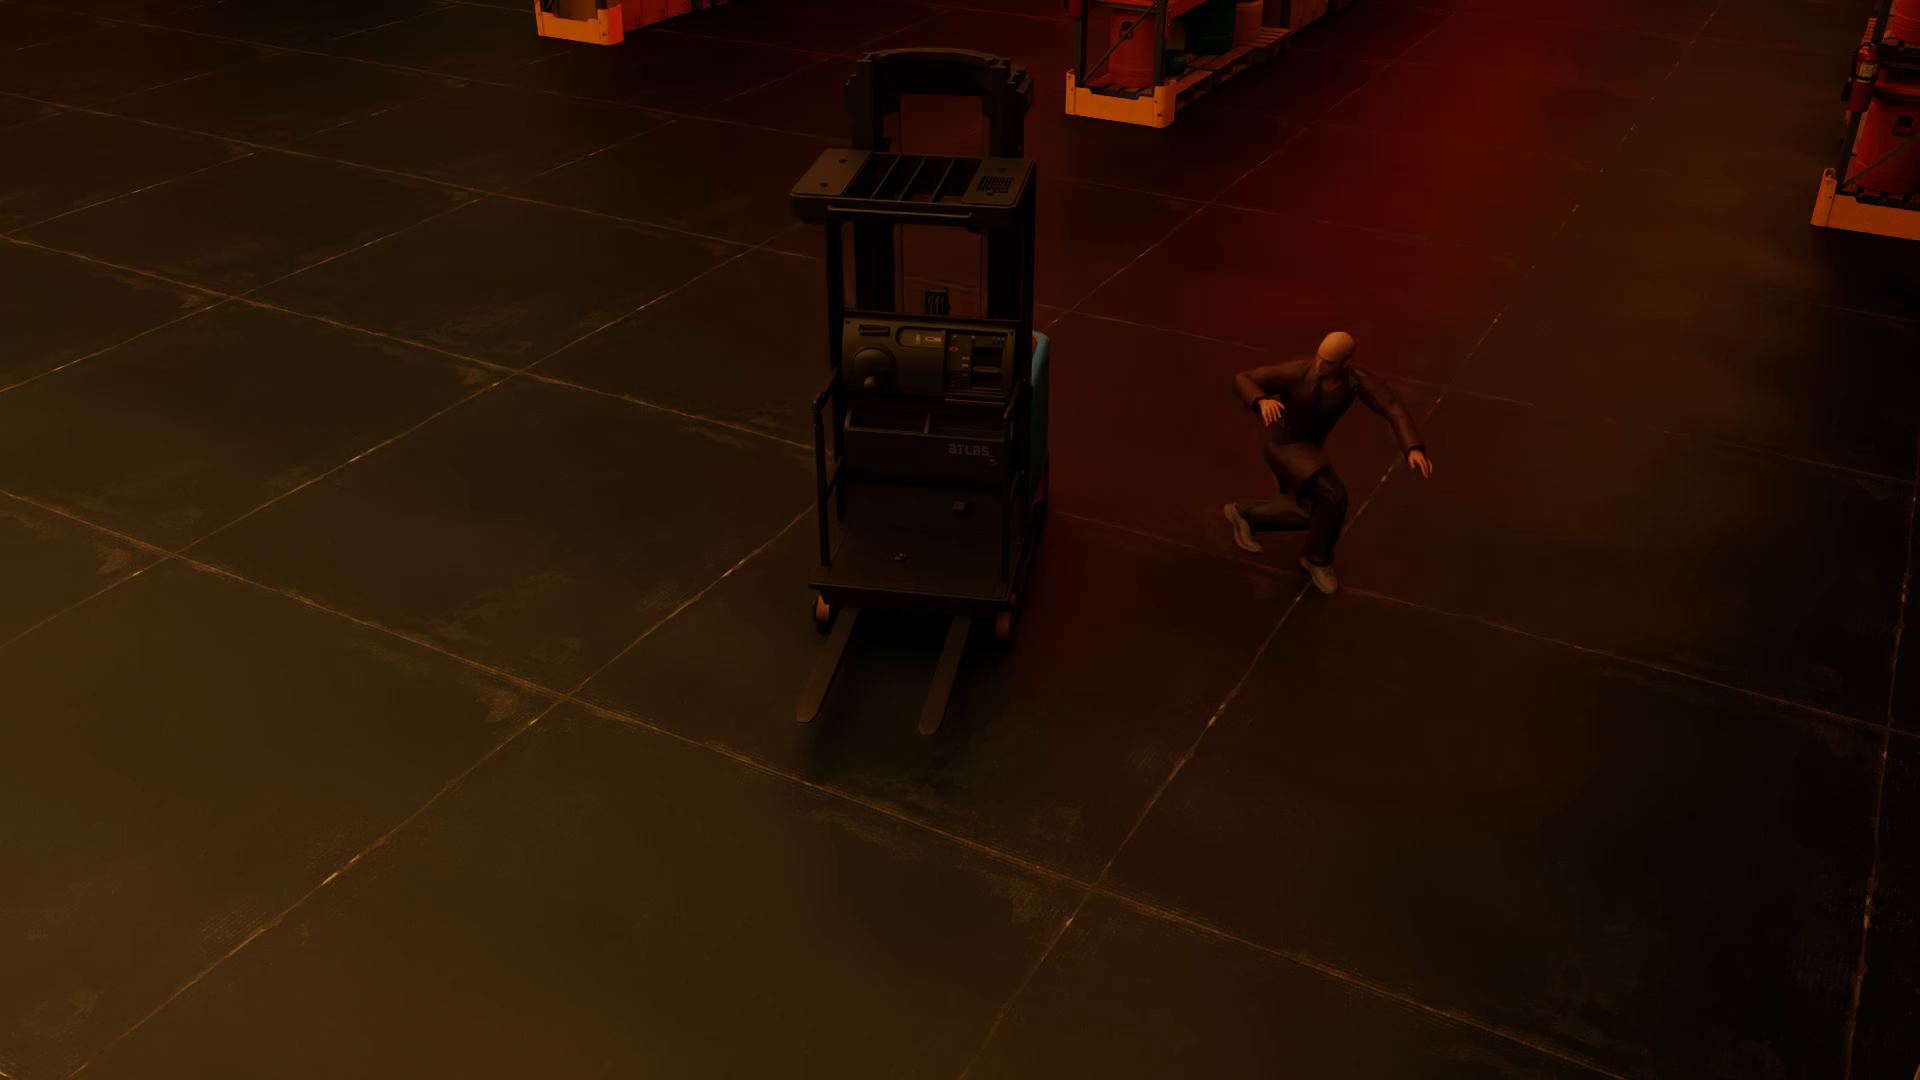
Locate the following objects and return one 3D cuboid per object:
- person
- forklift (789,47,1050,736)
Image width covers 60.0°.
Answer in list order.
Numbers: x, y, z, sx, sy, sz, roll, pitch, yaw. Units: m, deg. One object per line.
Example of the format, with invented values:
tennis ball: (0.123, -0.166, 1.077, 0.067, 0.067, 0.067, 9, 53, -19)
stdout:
person: (1.979, -0.335, 9.286, 0.875, 1.337, 1.185, -21, 36, -32)
forklift: (-0.201, -0.918, 8.661, 1.130, 2.935, 3.031, 5, 30, 8)
